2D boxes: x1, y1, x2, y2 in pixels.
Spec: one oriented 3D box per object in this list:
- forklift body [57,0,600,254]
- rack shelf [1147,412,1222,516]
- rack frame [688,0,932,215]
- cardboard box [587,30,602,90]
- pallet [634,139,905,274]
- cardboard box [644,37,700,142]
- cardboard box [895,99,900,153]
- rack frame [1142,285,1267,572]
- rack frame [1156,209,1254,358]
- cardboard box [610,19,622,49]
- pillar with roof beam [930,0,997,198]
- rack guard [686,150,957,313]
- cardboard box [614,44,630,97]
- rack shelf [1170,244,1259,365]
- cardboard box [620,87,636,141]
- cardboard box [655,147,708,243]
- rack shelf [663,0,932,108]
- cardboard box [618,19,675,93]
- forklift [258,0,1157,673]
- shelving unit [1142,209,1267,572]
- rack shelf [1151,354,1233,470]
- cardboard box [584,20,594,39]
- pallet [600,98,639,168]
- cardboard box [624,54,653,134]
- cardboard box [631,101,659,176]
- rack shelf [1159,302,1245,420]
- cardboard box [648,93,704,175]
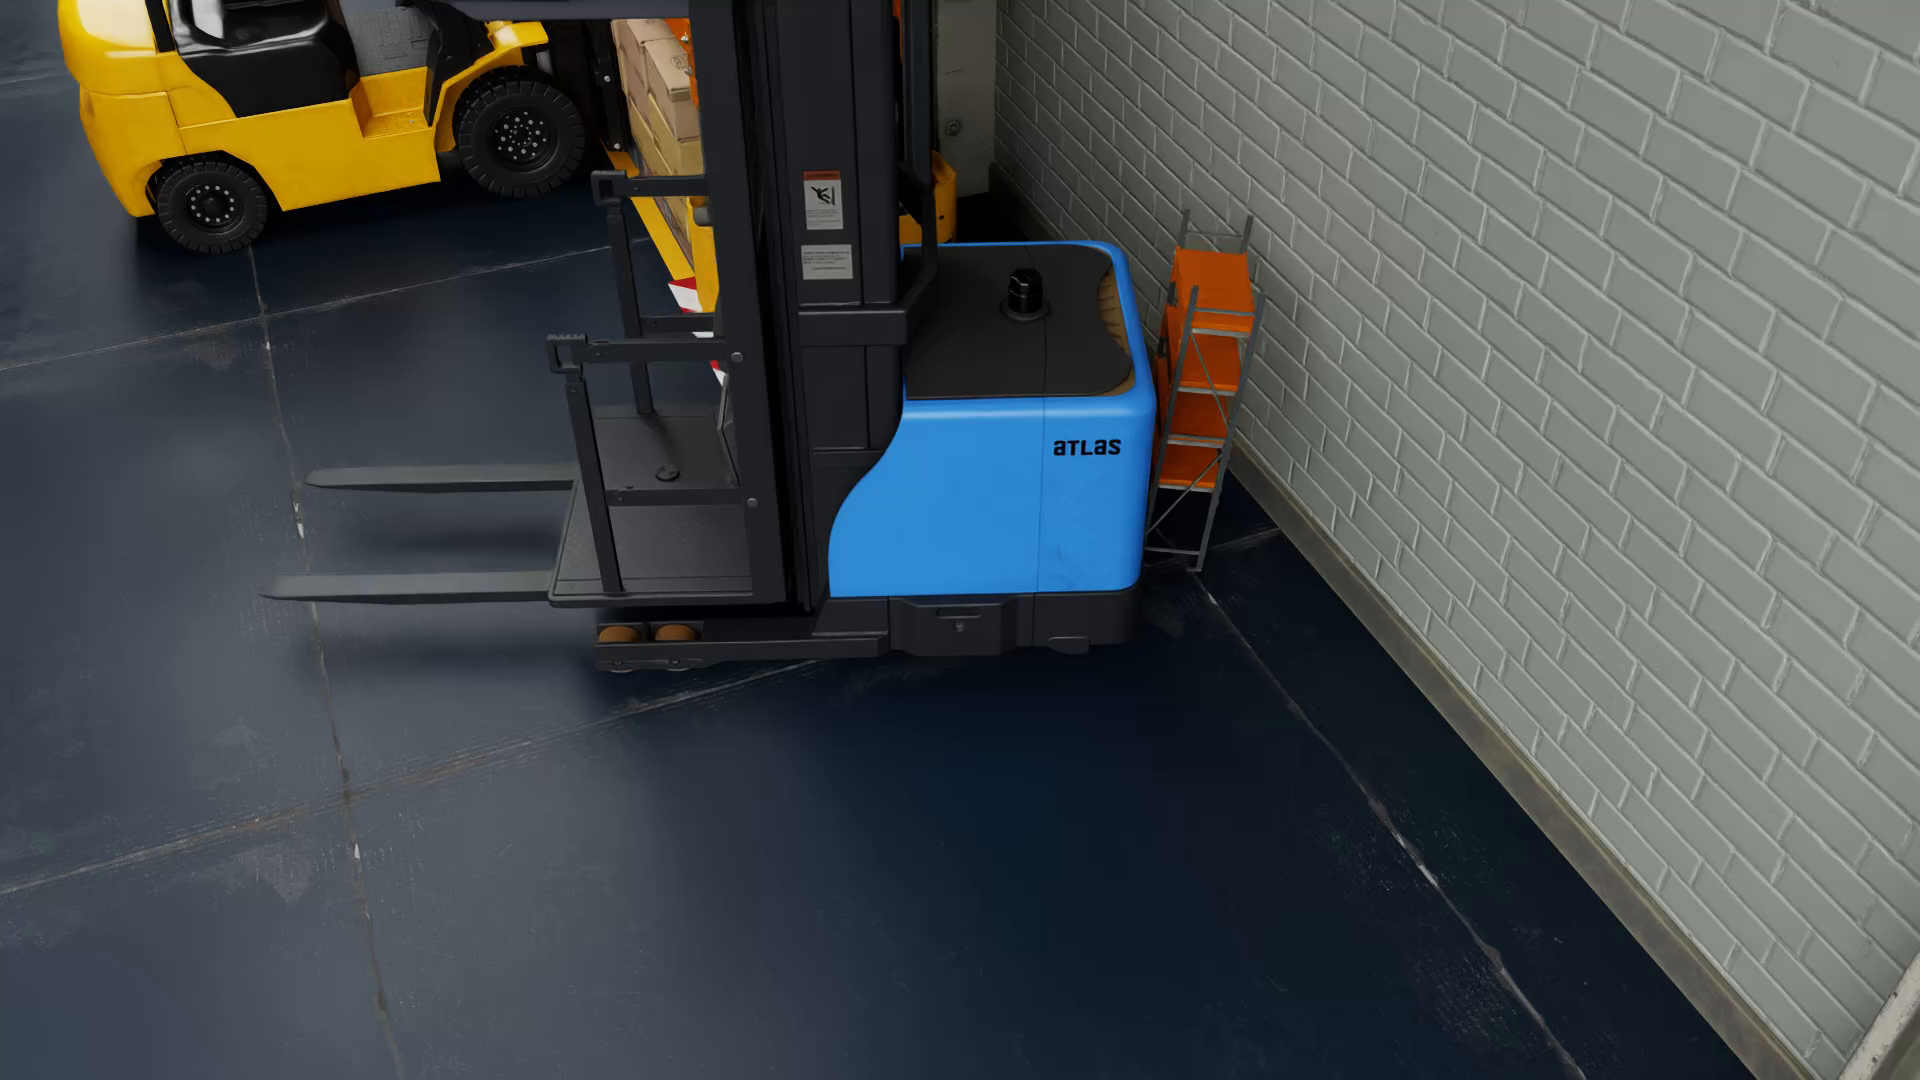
[{"bbox_3d":[-3.020,-2.681,7.718,2.313,2.155,1.214,-15,43,-17],"label":"forklift body"},{"bbox_3d":[0.805,-0.309,6.081,0.258,0.148,0.480,5,41,-1],"label":"rack shelf"},{"bbox_3d":[-0.609,-2.315,6.642,1.000,3.000,0.127,-15,43,-17],"label":"rack frame"},{"bbox_3d":[-1.665,-2.549,8.701,0.500,0.250,0.500,-14,43,-16],"label":"cardboard box"},{"bbox_3d":[-0.940,-1.708,8.075,1.003,0.211,1.213,-15,43,-17],"label":"pallet"},{"bbox_3d":[-1.073,-2.011,7.308,0.500,0.250,0.500,-14,43,-15],"label":"cardboard box"},{"bbox_3d":[-0.597,-1.957,7.628,0.500,0.250,0.500,-14,43,-16],"label":"cardboard box"},{"bbox_3d":[0.816,-0.350,5.722,0.240,1.200,0.015,5,41,-1],"label":"rack frame"},{"bbox_3d":[0.839,-0.668,6.092,0.240,1.200,0.015,5,41,-1],"label":"rack frame"},{"bbox_3d":[-1.476,-2.618,8.014,0.500,0.250,0.500,-15,43,-16],"label":"cardboard box"},{"bbox_3d":[-4.020,-4.160,4.186,9.100,9.000,0.400,-15,43,-17],"label":"pillar with roof beam"},{"bbox_3d":[-0.600,-1.353,7.440,1.175,0.500,0.348,-15,43,-17],"label":"rack guard"},{"bbox_3d":[-1.483,-2.447,8.199,0.500,0.250,0.500,-16,43,-18],"label":"cardboard box"},{"bbox_3d":[0.859,-0.805,5.650,0.258,0.148,0.480,5,41,-1],"label":"rack shelf"},{"bbox_3d":[-1.445,-2.242,8.343,0.500,0.250,0.500,-15,43,-16],"label":"cardboard box"},{"bbox_3d":[-1.081,-1.636,7.639,0.500,0.250,0.500,-15,43,-17],"label":"cardboard box"},{"bbox_3d":[-1.374,-3.247,8.277,1.077,0.370,4.000,-15,43,-17],"label":"rack shelf"},{"bbox_3d":[-1.274,-2.317,7.664,0.500,0.250,0.500,-14,43,-16],"label":"cardboard box"},{"bbox_3d":[-0.903,-1.007,5.173,3.031,2.935,1.130,-1,41,-1],"label":"forklift"},{"bbox_3d":[0.827,-0.509,5.907,0.258,1.200,0.503,5,41,-1],"label":"shelving unit"},{"bbox_3d":[0.822,-0.459,5.951,0.258,0.148,0.480,5,41,-1],"label":"rack shelf"},{"bbox_3d":[-1.671,-2.750,8.550,0.500,0.250,0.500,-15,43,-17],"label":"cardboard box"},{"bbox_3d":[-1.403,-2.442,8.928,1.003,0.211,1.213,-15,43,-17],"label":"pallet"},{"bbox_3d":[-1.266,-2.142,7.843,0.500,0.250,0.500,-16,43,-17],"label":"cardboard box"},{"bbox_3d":[-1.262,-1.938,7.990,0.500,0.250,0.500,-15,43,-17],"label":"cardboard box"},{"bbox_3d":[0.840,-0.627,5.805,0.258,0.148,0.480,5,41,-1],"label":"rack shelf"},{"bbox_3d":[-1.084,-1.837,7.489,0.500,0.250,0.500,-16,43,-17],"label":"cardboard box"}]
